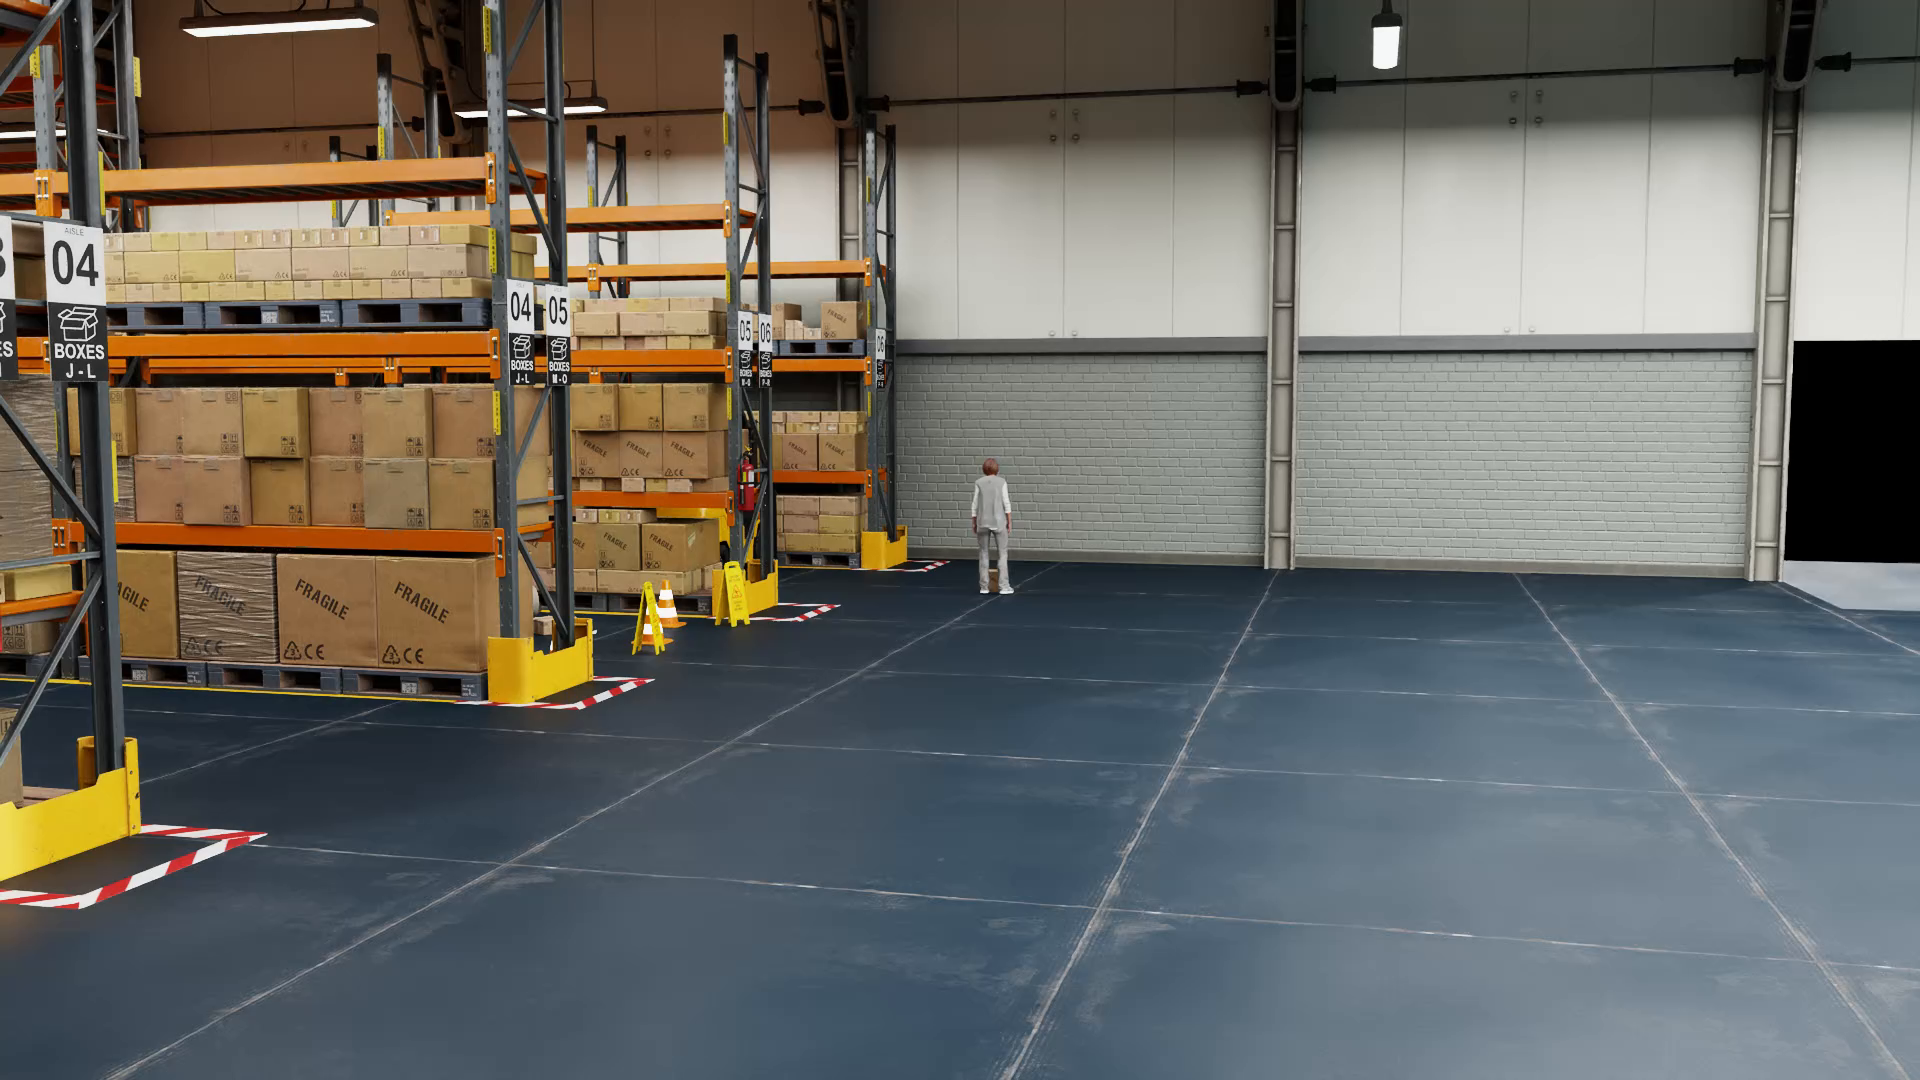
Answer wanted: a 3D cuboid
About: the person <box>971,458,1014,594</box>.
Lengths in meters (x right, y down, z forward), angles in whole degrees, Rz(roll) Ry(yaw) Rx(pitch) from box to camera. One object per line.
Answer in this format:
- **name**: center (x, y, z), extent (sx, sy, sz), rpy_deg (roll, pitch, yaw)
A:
- **person**: center (0.375, -0.162, 19.460), extent (0.484, 1.592, 0.347), rpy_deg (1, 5, 10)
